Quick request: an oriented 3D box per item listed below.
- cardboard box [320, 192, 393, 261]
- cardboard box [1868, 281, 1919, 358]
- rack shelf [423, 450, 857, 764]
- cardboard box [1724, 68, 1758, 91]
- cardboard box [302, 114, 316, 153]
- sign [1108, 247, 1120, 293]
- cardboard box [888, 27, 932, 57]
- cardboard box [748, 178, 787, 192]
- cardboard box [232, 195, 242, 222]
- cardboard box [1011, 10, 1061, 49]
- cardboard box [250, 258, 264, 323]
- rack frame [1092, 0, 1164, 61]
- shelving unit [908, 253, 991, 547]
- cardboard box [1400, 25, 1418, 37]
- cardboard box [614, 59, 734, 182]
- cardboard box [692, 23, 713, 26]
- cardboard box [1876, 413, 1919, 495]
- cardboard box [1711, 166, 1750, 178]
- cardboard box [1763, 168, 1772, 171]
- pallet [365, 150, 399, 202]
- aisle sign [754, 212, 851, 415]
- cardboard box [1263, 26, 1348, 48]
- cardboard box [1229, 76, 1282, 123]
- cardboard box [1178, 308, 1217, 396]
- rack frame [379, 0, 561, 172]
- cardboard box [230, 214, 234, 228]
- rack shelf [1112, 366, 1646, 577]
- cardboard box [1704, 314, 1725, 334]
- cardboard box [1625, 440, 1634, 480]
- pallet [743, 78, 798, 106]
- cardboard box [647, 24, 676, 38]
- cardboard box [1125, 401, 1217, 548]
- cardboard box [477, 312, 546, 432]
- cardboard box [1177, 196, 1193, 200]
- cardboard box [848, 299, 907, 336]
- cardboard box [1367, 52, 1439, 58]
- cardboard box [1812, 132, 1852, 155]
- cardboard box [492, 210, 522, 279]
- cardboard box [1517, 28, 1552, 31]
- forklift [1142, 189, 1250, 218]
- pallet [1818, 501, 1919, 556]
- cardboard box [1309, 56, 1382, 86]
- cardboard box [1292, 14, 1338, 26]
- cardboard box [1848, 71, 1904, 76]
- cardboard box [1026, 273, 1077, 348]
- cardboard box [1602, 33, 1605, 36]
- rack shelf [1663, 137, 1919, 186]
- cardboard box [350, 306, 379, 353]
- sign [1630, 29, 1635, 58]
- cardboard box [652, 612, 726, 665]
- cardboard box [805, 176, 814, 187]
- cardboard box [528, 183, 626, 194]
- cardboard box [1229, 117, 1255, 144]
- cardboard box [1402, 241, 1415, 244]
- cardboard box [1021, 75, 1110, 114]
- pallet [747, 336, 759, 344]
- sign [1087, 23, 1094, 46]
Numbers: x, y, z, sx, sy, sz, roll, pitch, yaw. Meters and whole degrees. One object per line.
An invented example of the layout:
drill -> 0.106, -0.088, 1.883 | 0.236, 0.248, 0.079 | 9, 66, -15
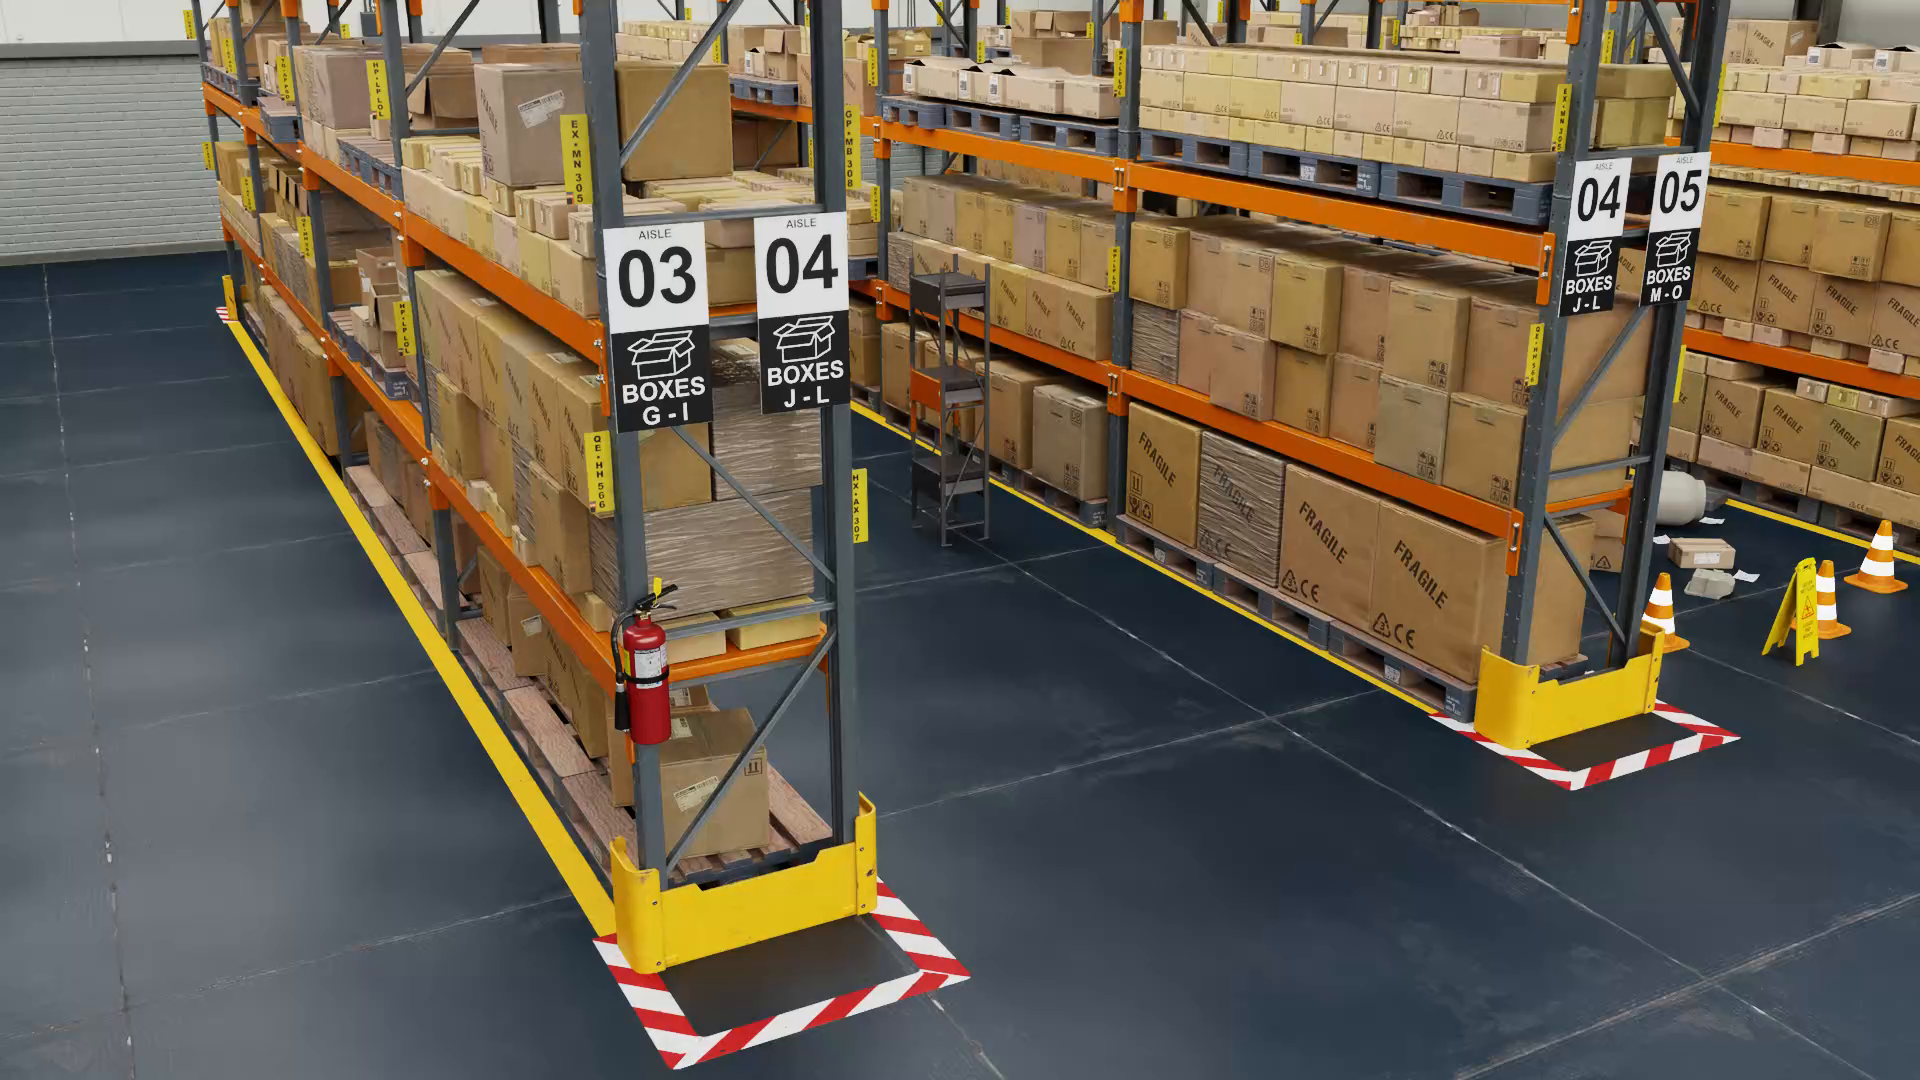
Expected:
cardboard box -> -5.053, -2.681, 14.111 | 0.797, 0.503, 0.637 | -9, 21, -25
cardboard box -> 7.067, -1.631, 12.150 | 0.500, 0.500, 0.500 | -10, 21, -27
rack shelf -> -1.871, 0.115, 8.802 | 1.077, 0.370, 4.000 | -10, 21, -27
cardboard box -> 6.131, -3.642, 13.152 | 0.380, 0.149, 0.250 | -10, 21, -27
cardboard box -> -4.720, -3.120, 12.706 | 0.500, 0.250, 0.500 | -10, 21, -26
sign -> 1.120, -1.961, 12.063 | 0.100, 0.325, 0.005 | -10, 21, -27
cardboard box -> -0.501, -4.820, 16.077 | 0.396, 0.266, 0.258 | -10, 21, -27
cardboard box -> -2.050, -3.786, 17.835 | 0.380, 0.149, 0.250 | -10, 22, -27
cardboard box -> -7.788, -3.692, 18.506 | 0.500, 0.250, 0.500 | -10, 22, -28
cardboard box -> 1.028, -6.888, 22.445 | 0.500, 0.500, 0.500 | -10, 21, -26
cardboard box -> -7.712, -3.005, 19.356 | 0.875, 0.875, 0.875 | -10, 21, -27
rack frame -> 2.102, -7.466, 20.473 | 1.000, 3.000, 0.127 | -10, 21, -27
shelving unit -> -0.079, -1.040, 12.427 | 0.431, 2.100, 0.503 | -10, 21, -27
cardboard box -> 6.225, -6.932, 22.656 | 0.380, 0.149, 0.250 | -9, 21, -25
cardboard box -> -1.388, -1.961, 7.741 | 0.500, 0.500, 0.500 | -10, 21, -27
cardboard box -> -3.109, -6.332, 20.638 | 0.380, 0.149, 0.250 | -9, 21, -26
cardboard box -> 7.191, -0.628, 12.276 | 0.500, 0.500, 0.500 | -10, 21, -26
cardboard box -> 8.814, -4.182, 19.005 | 0.380, 0.149, 0.250 | -10, 21, -26
cardboard box -> 9.418, -4.197, 19.048 | 0.380, 0.149, 0.250 | -10, 22, -28
pallet -> -3.020, -2.322, 10.451 | 1.213, 0.211, 1.003 | -10, 21, -27
aisle sign -> -0.627, -0.908, 6.679 | 0.394, 0.787, 0.004 | -10, 21, -27
cardboard box -> 3.690, -5.232, 17.796 | 0.797, 0.503, 0.637 | -11, 22, -30
cardboard box -> 2.060, -2.799, 10.521 | 0.500, 0.250, 0.500 | -10, 22, -27
cardboard box -> 2.060, -1.351, 11.717 | 0.875, 0.550, 0.550 | -10, 21, -27
rack frame -> -2.820, -3.635, 9.369 | 1.000, 3.000, 0.127 | -10, 21, -27
cardboard box -> -8.151, -3.677, 19.075 | 0.380, 0.149, 0.250 | -10, 22, -28
rack shelf -> 2.543, -0.624, 10.944 | 1.077, 0.370, 4.000 | -10, 21, -27
cardboard box -> 6.328, -1.791, 13.608 | 0.380, 0.149, 0.250 | -10, 21, -27
cardboard box -> 5.213, -0.635, 13.702 | 0.500, 0.500, 0.500 | 4, 19, 11
pallet -> -1.511, -4.673, 17.264 | 1.213, 0.211, 1.003 | -10, 21, -27
cardboard box -> -3.610, -6.243, 20.380 | 0.380, 0.149, 0.250 | -9, 21, -25
cardboard box -> 1.830, -0.541, 12.214 | 0.875, 0.875, 0.875 | -10, 21, -26
cardboard box -> -2.107, -0.862, 8.389 | 0.500, 0.500, 0.500 | -10, 21, -27
cardboard box -> 2.794, -4.187, 19.630 | 0.500, 0.250, 0.500 | -11, 22, -28
cardboard box -> -0.862, -2.214, 16.486 | 0.500, 0.250, 0.500 | -11, 22, -28
cardboard box -> 2.769, -2.969, 10.403 | 0.380, 0.149, 0.250 | -10, 21, -26
cardboard box -> 6.616, -2.978, 12.450 | 0.380, 0.149, 0.250 | -10, 22, -27
cardboard box -> -1.849, -1.388, 7.687 | 0.500, 0.250, 0.500 | -9, 21, -25
cardboard box -> 7.469, -6.580, 21.634 | 0.380, 0.149, 0.250 | -9, 21, -25
forklift -> 2.496, -2.688, 15.928 | 1.130, 2.935, 3.031 | -12, 22, -31
pallet -> 7.410, -0.128, 12.679 | 1.003, 0.211, 1.213 | -10, 21, -27
cardboard box -> 2.309, -2.794, 9.896 | 0.380, 0.149, 0.250 | -10, 21, -26
cardboard box -> 5.286, -7.671, 24.671 | 0.500, 0.250, 0.500 | -9, 21, -25
cardboard box -> 7.064, -3.523, 12.805 | 0.380, 0.149, 0.250 | -10, 21, -26
cardboard box -> 0.870, -1.839, 13.209 | 0.500, 0.500, 0.500 | -10, 22, -27
cardboard box -> 7.913, -6.073, 20.197 | 0.380, 0.149, 0.250 | -11, 22, -28
rack shelf -> 6.851, -2.838, 12.761 | 1.077, 0.370, 4.000 | -10, 21, -27
cardboard box -> -4.126, -1.558, 12.134 | 0.500, 0.250, 0.500 | -11, 22, -28
sign -> 7.890, -5.831, 19.540 | 0.100, 0.325, 0.005 | -10, 21, -27
cardboard box -> -1.238, 0.418, 7.206 | 0.380, 0.149, 0.250 | -10, 21, -27
cardboard box -> -1.469, -3.884, 18.118 | 0.380, 0.149, 0.250 | -10, 21, -27
cardboard box -> -1.722, -1.531, 7.489 | 0.380, 0.149, 0.250 | -10, 21, -26
cardboard box -> 1.951, -2.634, 10.656 | 0.380, 0.149, 0.250 | -10, 22, -28
cardboard box -> 4.651, -3.053, 16.623 | 0.380, 0.149, 0.250 | -9, 21, -25
cardboard box -> 0.813, -3.451, 12.869 | 0.500, 0.250, 0.500 | -10, 21, -27
pallet -> -1.835, -2.293, 18.954 | 1.003, 0.211, 1.213 | -10, 21, -27
sign -> 1.615, -6.244, 20.615 | 0.100, 0.325, 0.005 | -10, 21, -27
